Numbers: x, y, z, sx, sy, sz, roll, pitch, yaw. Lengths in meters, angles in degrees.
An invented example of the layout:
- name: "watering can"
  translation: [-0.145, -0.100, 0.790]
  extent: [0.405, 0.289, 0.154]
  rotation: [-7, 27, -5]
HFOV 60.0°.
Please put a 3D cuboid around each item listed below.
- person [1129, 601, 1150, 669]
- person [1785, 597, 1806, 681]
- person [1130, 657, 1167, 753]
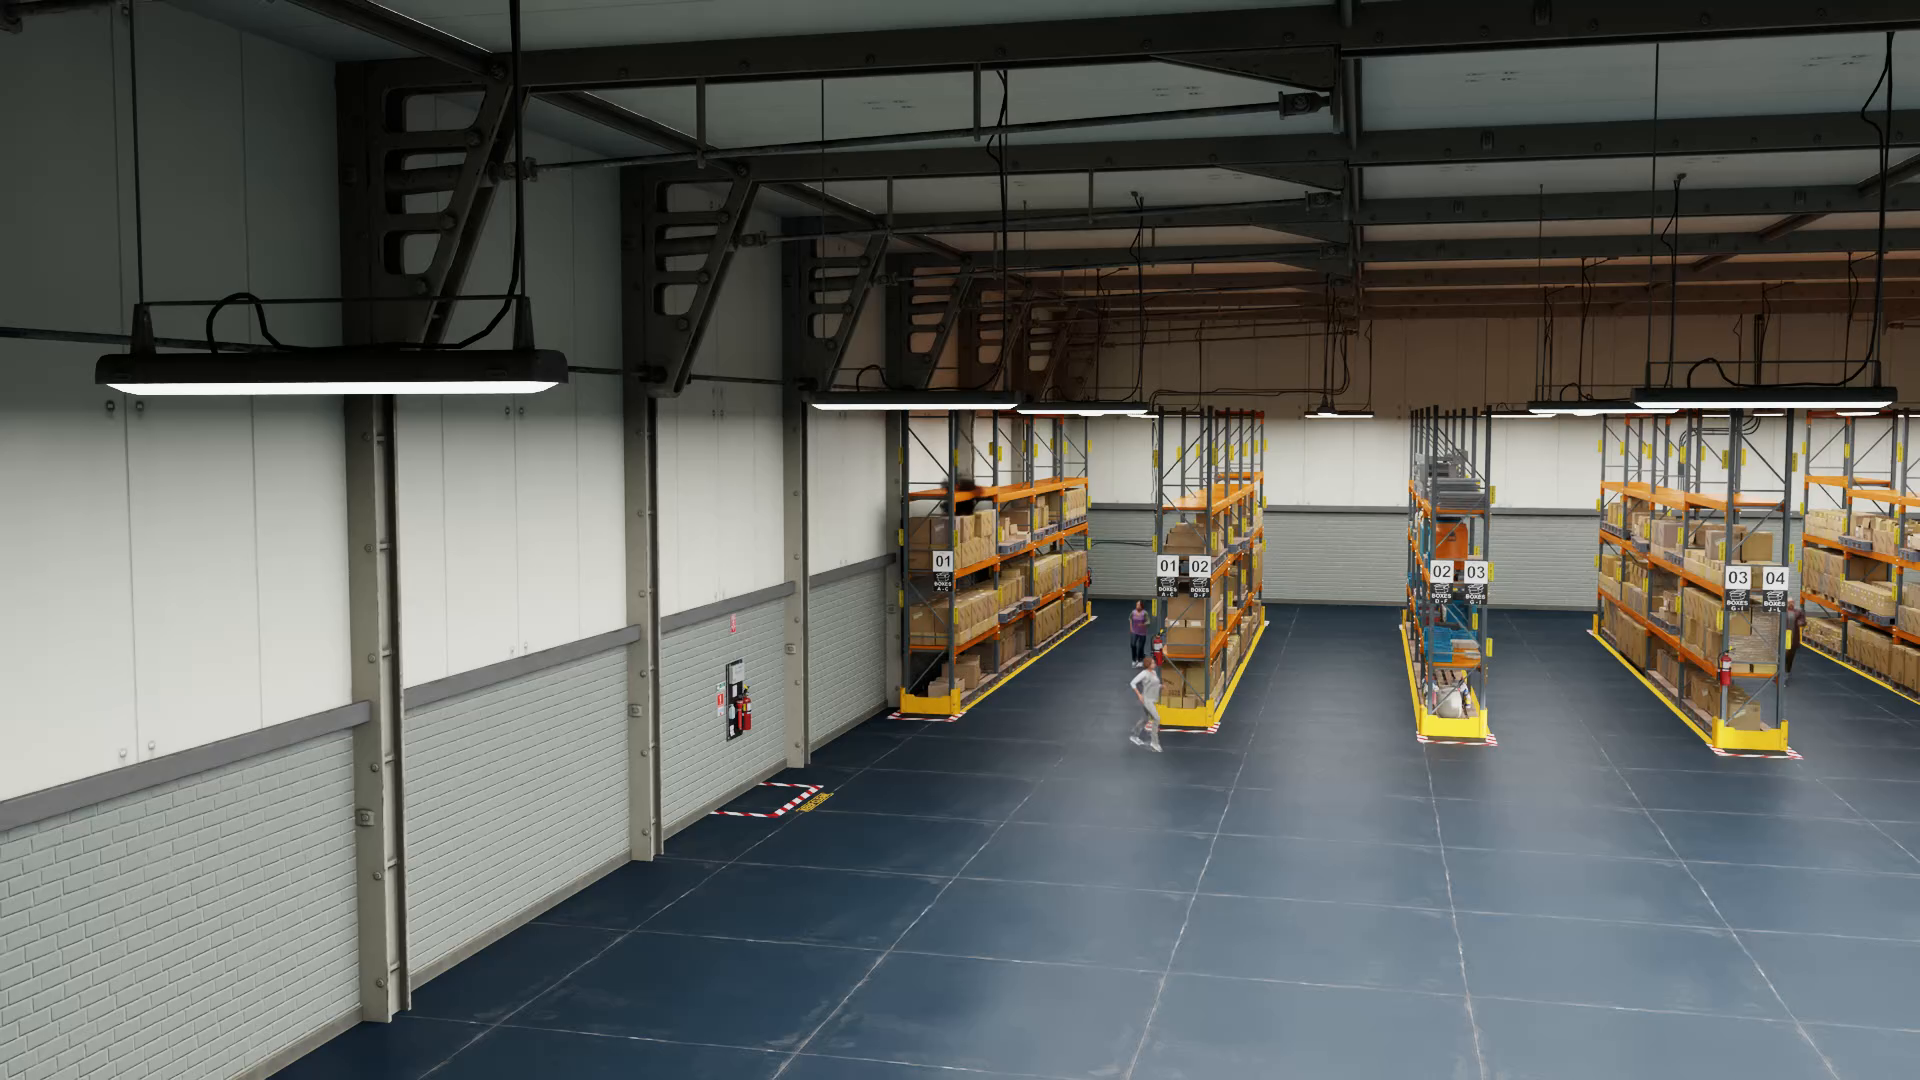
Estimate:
- name: "person"
  translation: [4.134, 2.180, 38.340]
  extent: [0.523, 1.581, 0.703]
  rotation: [1, 4, 15]
- name: "person"
  translation: [18.381, 2.192, 36.871]
  extent: [0.682, 1.841, 0.801]
  rotation: [1, 4, 10]
- name: "person"
  translation: [3.267, 2.844, 28.906]
  extent: [0.733, 1.646, 0.511]
  rotation: [2, 5, 30]
